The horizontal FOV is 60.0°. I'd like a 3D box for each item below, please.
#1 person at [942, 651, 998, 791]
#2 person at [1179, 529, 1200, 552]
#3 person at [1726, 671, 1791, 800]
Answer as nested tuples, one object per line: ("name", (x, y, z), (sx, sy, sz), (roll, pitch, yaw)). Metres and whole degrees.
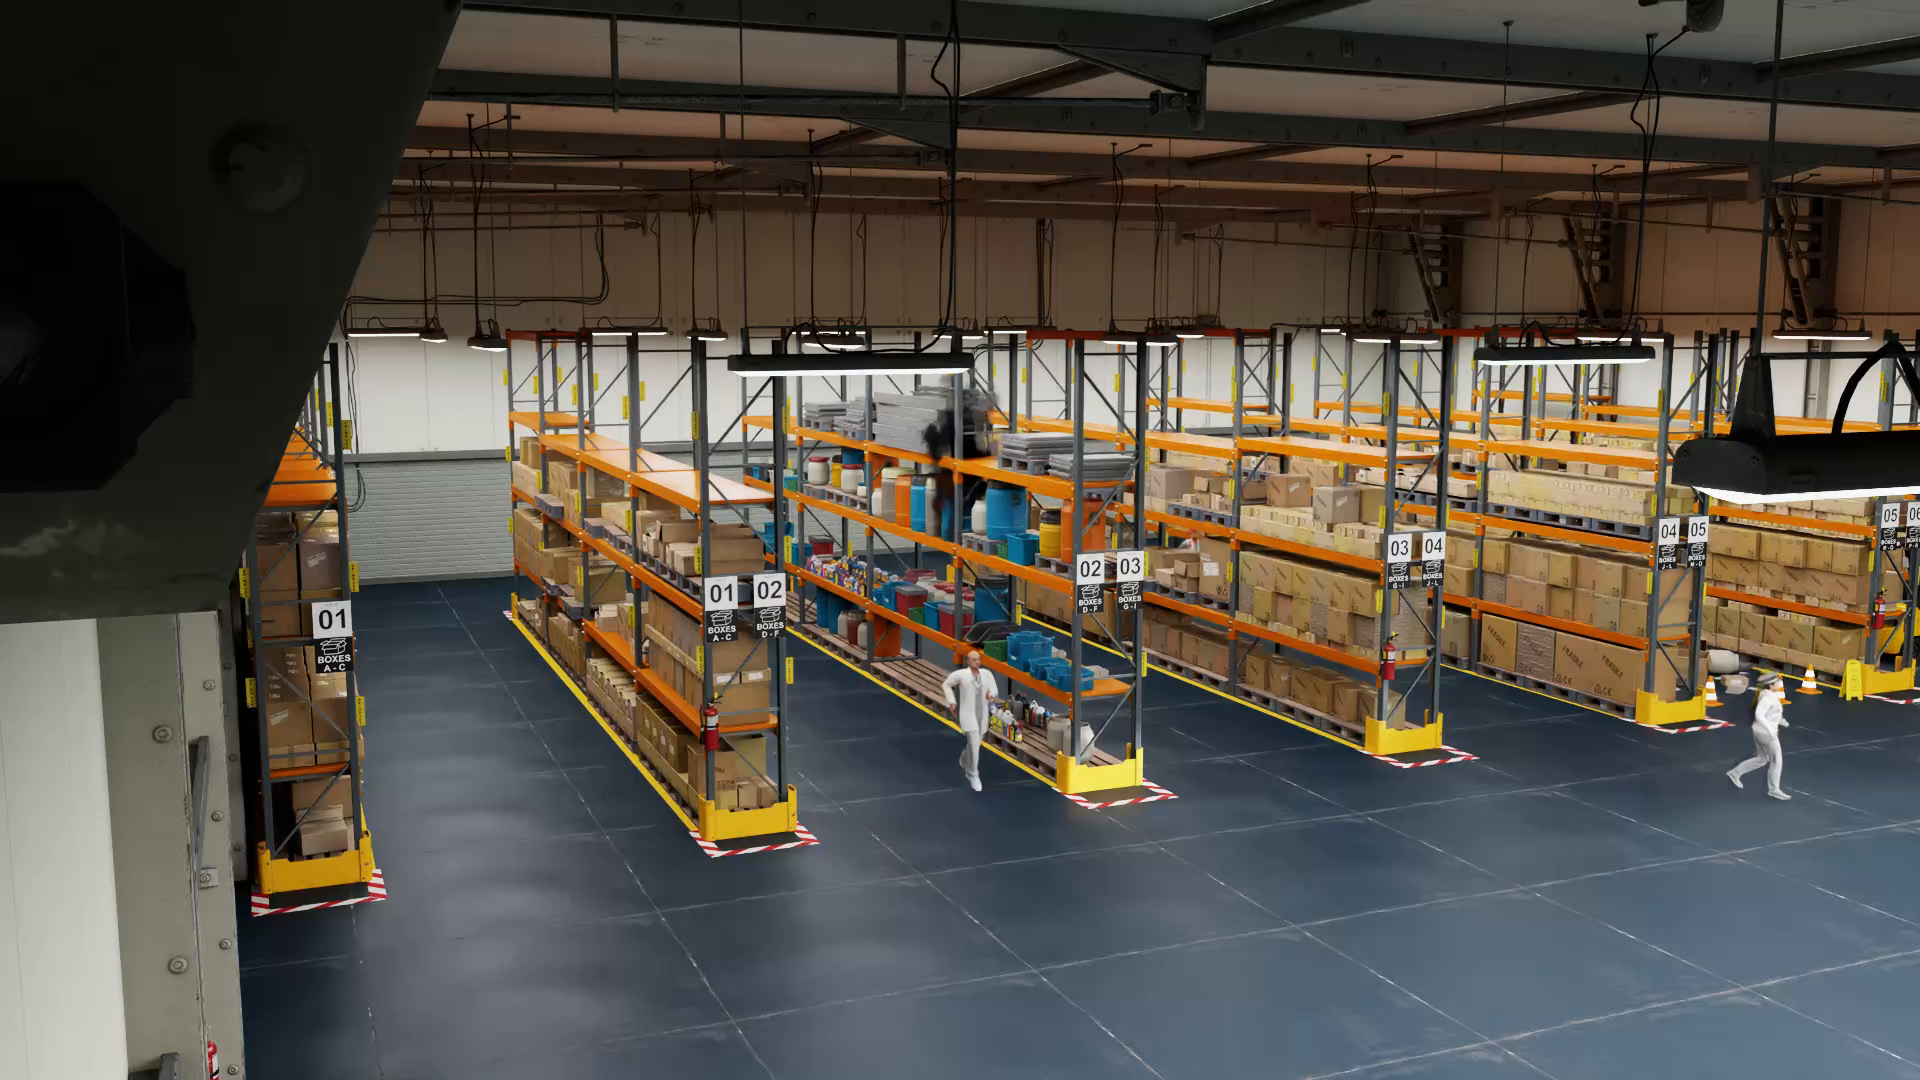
("person", (0.171, 2.400, 22.470), (0.676, 1.839, 0.867), (-4, 9, -28))
("person", (5.078, 0.586, 35.888), (0.636, 1.749, 0.603), (-3, 8, -22))
("person", (10.524, 2.547, 21.811), (0.784, 1.696, 0.630), (2, 8, 16))
